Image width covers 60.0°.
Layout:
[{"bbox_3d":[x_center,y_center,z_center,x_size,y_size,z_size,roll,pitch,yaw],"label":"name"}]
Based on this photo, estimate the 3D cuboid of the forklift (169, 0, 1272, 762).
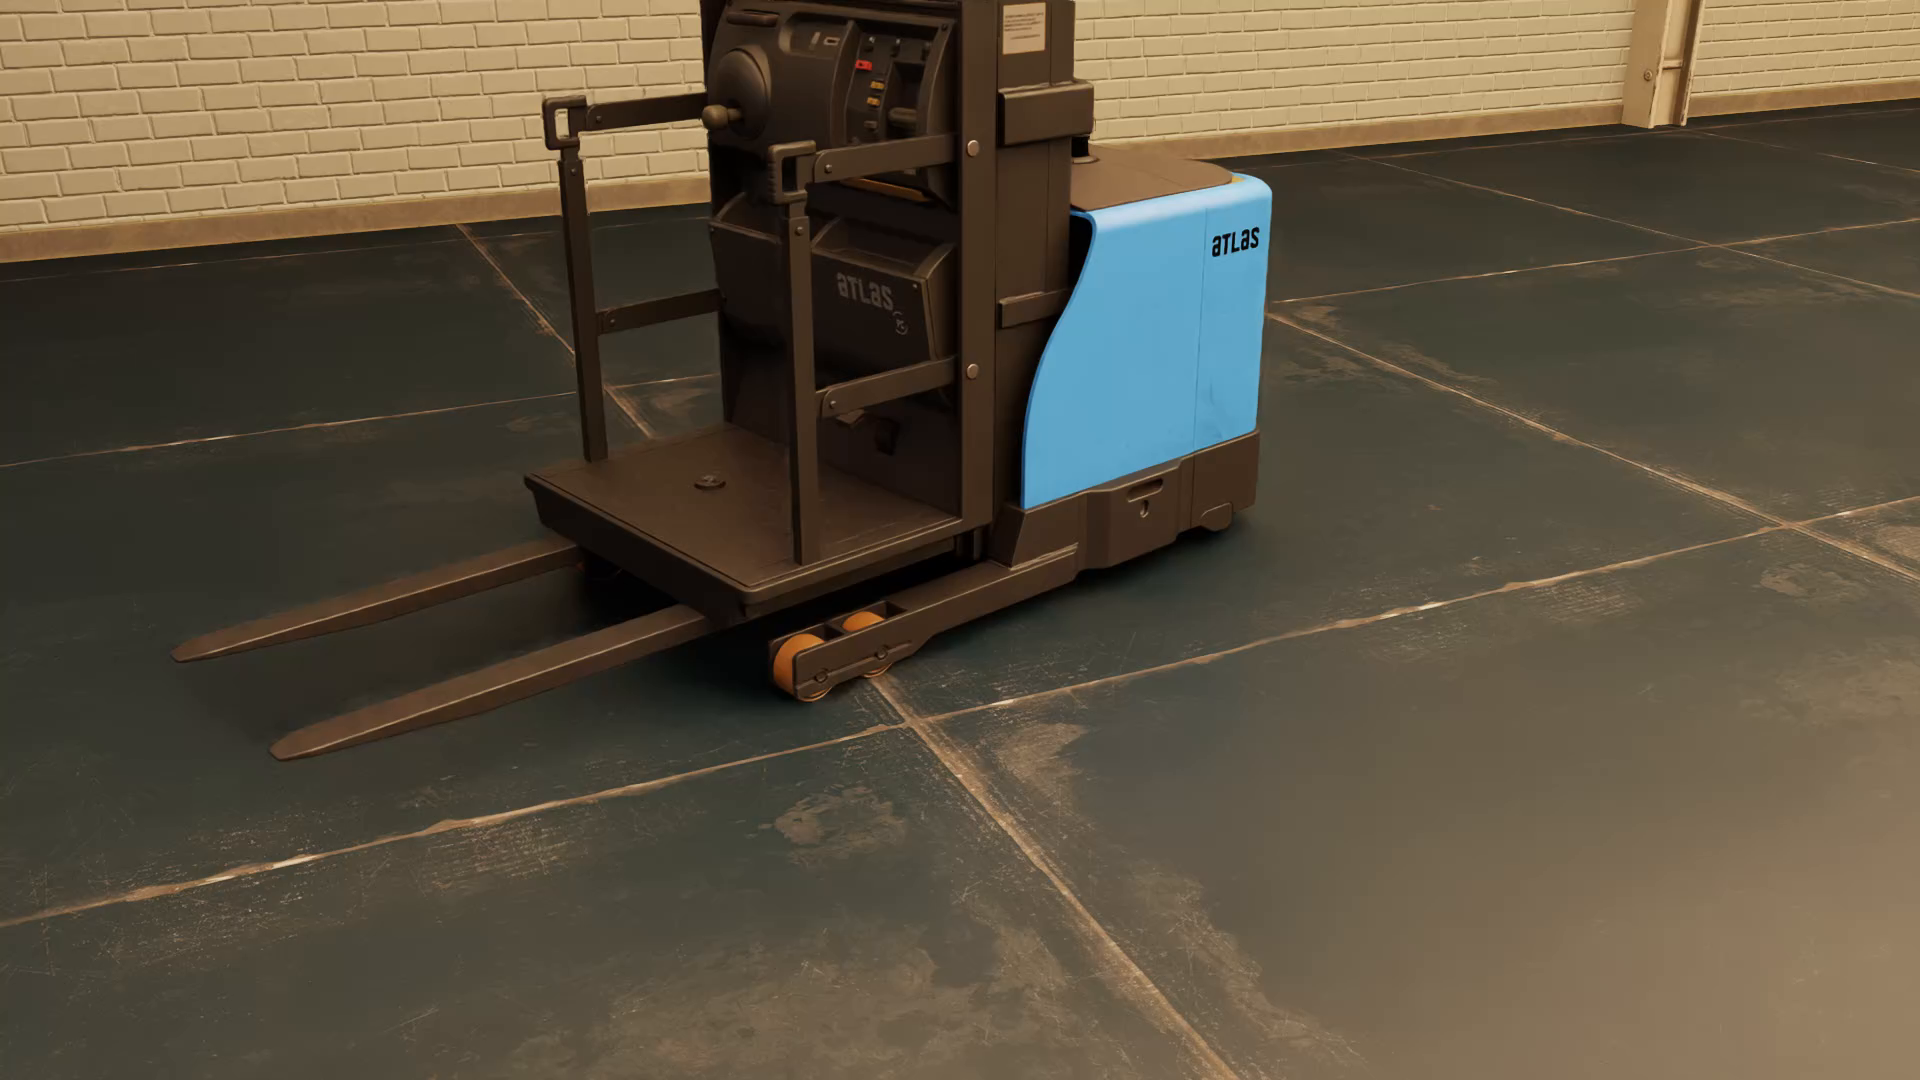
[{"bbox_3d":[-0.505,-1.177,4.119,3.031,2.935,1.130,-19,29,-38],"label":"forklift"}]
